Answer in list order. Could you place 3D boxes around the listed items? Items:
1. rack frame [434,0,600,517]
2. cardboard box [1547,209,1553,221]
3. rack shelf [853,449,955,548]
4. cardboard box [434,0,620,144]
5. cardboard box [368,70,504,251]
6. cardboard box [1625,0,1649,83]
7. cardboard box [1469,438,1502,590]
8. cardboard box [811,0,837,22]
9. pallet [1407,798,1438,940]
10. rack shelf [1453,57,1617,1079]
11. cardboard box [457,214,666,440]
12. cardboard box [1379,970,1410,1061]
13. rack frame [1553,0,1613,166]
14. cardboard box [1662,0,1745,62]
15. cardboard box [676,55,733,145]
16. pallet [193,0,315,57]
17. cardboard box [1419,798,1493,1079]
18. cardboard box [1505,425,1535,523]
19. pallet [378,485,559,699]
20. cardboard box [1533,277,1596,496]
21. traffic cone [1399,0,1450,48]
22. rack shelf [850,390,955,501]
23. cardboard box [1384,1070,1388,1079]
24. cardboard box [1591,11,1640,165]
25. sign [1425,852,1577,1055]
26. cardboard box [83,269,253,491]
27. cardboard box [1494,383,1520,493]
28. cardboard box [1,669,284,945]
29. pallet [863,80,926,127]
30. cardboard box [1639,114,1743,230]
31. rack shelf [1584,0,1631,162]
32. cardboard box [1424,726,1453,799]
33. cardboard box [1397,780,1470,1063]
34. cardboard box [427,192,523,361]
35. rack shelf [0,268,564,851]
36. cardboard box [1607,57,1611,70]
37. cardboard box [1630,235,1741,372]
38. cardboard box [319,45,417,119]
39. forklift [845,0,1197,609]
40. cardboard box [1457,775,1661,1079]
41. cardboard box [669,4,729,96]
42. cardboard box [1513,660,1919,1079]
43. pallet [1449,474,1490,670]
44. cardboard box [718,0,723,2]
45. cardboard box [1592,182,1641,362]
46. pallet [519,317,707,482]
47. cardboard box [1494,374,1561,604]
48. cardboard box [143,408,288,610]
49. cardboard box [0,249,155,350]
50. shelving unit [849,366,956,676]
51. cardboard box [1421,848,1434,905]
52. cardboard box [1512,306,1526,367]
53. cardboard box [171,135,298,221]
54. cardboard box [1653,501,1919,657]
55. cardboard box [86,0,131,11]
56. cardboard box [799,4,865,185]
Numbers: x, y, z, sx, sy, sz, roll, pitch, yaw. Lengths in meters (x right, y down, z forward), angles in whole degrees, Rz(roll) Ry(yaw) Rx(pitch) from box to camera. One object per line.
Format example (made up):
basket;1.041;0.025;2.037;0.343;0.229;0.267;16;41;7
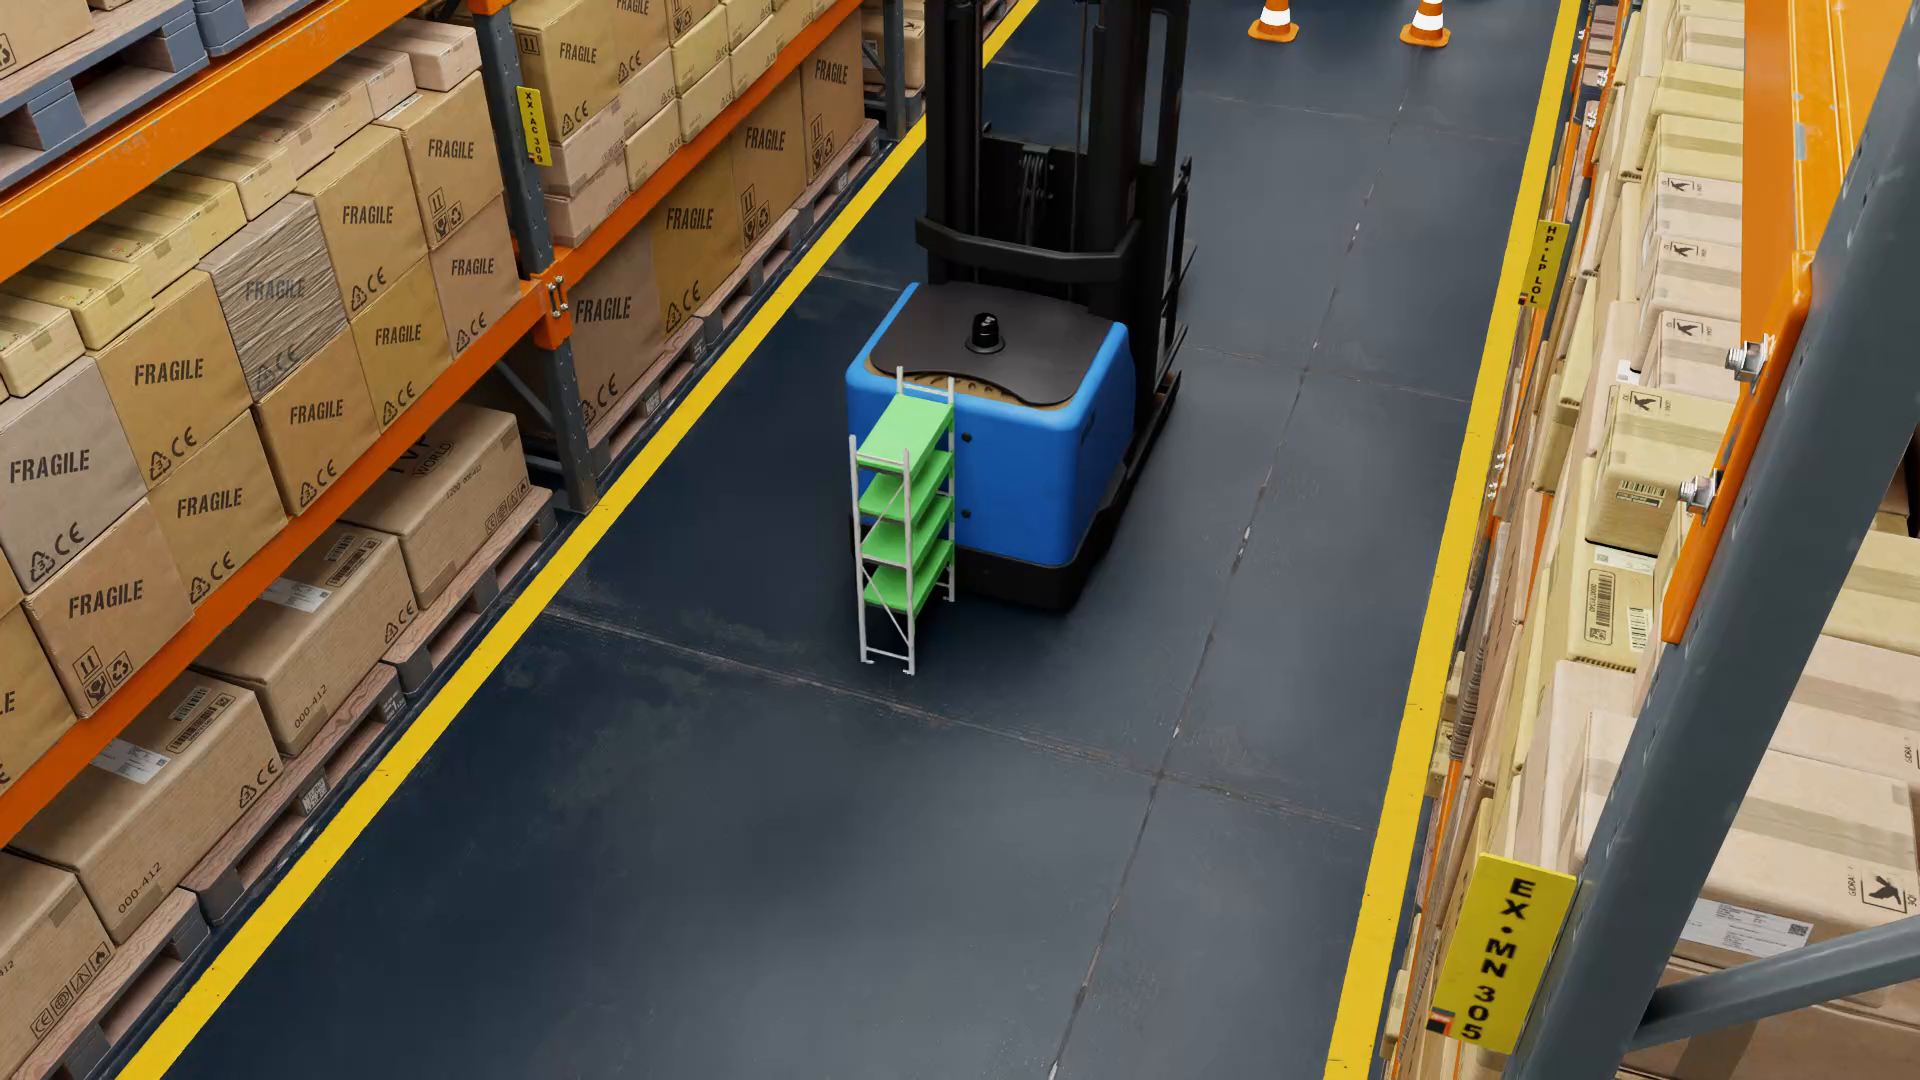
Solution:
rack frame;-2.206;-1.397;7.030;1.000;3.000;0.127;13;42;15
cardboard box;3.030;-1.319;7.963;0.500;0.250;0.500;14;42;15
rack shelf;-0.222;-0.196;6.737;0.258;0.148;0.480;13;42;15
cardboard box;-1.785;-2.020;6.913;0.500;0.500;0.500;14;42;16
cardboard box;-2.108;-1.466;6.264;0.500;0.500;0.500;13;42;15
cardboard box;2.090;-1.394;4.446;0.500;0.250;0.500;15;43;16
cardboard box;2.497;-0.076;7.084;0.500;0.500;0.500;13;42;14
cardboard box;-0.927;-3.099;9.140;0.500;0.250;0.500;14;42;16
pallet;2.284;1.118;6.230;1.003;0.211;1.213;13;42;15
rack shelf;1.796;-0.008;3.645;1.077;0.370;4.000;13;42;15
cardboard box;-2.069;-1.144;8.047;0.875;0.875;0.875;15;43;16
cardboard box;1.539;1.544;5.227;0.380;0.149;0.250;14;42;16
rack frame;3.848;-2.800;8.674;1.000;3.000;0.127;13;42;15
cardboard box;1.864;-1.190;3.899;0.380;0.149;0.250;12;42;14
cardboard box;-1.442;-2.175;8.057;0.500;0.250;0.500;13;42;15
pallet;-2.496;-2.008;5.503;1.003;0.211;1.213;13;42;15
cardboard box;1.208;0.905;3.256;0.500;0.500;0.500;12;42;14
cardboard box;1.912;0.038;5.041;0.500;0.500;0.500;13;42;15
pallet;-2.540;0.110;7.412;1.003;0.211;1.213;13;42;15
cardboard box;1.532;-0.282;3.527;0.500;0.250;0.500;15;43;17
traffic cone;3.338;-3.792;11.791;0.336;0.463;0.334;13;42;15
rack shelf;-0.222;-0.378;6.582;0.258;0.148;0.480;13;42;15
cardboard box;1.473;1.830;5.120;0.380;0.149;0.250;14;42;16
cardboard box;2.074;-1.220;4.627;0.500;0.250;0.500;15;43;17
sign;0.598;0.466;1.853;0.100;0.325;0.005;13;42;15
cardboard box;-2.633;-0.542;5.181;0.500;0.500;0.500;13;42;15
cardboard box;2.497;-0.365;6.844;0.500;0.250;0.500;12;42;14
cardboard box;-3.137;0.873;6.020;0.875;0.438;0.875;14;43;16
pallet;-0.570;-3.252;11.353;1.003;0.211;1.213;13;42;15
cardboard box;1.581;-0.709;3.335;0.380;0.149;0.250;12;42;14
rack shelf;3.164;-2.447;6.504;1.077;0.370;4.000;13;42;15
cardboard box;1.963;0.878;6.237;0.380;0.149;0.250;14;43;16
cardboard box;1.369;0.973;3.946;0.500;0.500;0.500;13;42;15
cardboard box;-2.124;-1.096;6.600;0.500;0.500;0.500;14;42;15
rack shelf;-2.890;0.096;5.834;1.077;0.370;4.000;13;42;15
cardboard box;3.322;-2.308;7.967;0.380;0.149;0.250;15;43;17
cardboard box;1.418;-0.388;2.960;0.380;0.149;0.250;14;42;16
cardboard box;-2.204;-1.667;5.999;0.380;0.149;0.250;14;43;16
forklift;0.489;-1.778;7.529;1.130;2.935;3.031;13;42;15
cardboard box;1.019;0.659;2.424;0.500;0.250;0.500;12;42;14
cardboard box;-1.441;-2.362;7.892;0.500;0.250;0.500;14;42;16
cardboard box;1.031;0.468;2.263;0.500;0.250;0.500;12;42;14
pallet;2.745;0.226;7.277;1.003;0.211;1.213;13;42;15
cardboard box;-1.293;-2.959;8.013;0.500;0.500;0.500;13;42;14
cardboard box;1.566;-0.461;3.352;0.500;0.250;0.500;12;42;13
pallet;-2.013;-0.824;8.506;1.003;0.211;1.213;13;42;15
cardboard box;1.733;-0.050;4.375;0.500;0.500;0.500;14;42;16
cardboard box;-2.647;-0.155;5.497;0.500;0.500;0.500;15;43;17
cardboard box;-2.622;-0.714;4.882;0.380;0.149;0.250;12;42;14
shelving unit;-0.222;-0.062;6.852;0.258;1.200;0.503;13;42;15
cardboard box;1.746;1.124;5.490;0.380;0.149;0.250;14;42;16
cardboard box;3.027;-1.012;8.181;0.500;0.500;0.500;12;42;14
cardboard box;-2.420;-1.198;5.450;0.380;0.149;0.250;13;42;15
cardboard box;1.213;0.100;2.387;0.380;0.149;0.250;12;42;14
cardboard box;-2.637;-1.946;4.882;0.797;0.503;0.637;16;43;18
cardboard box;-1.152;-2.785;9.971;0.875;0.875;0.875;13;42;15
